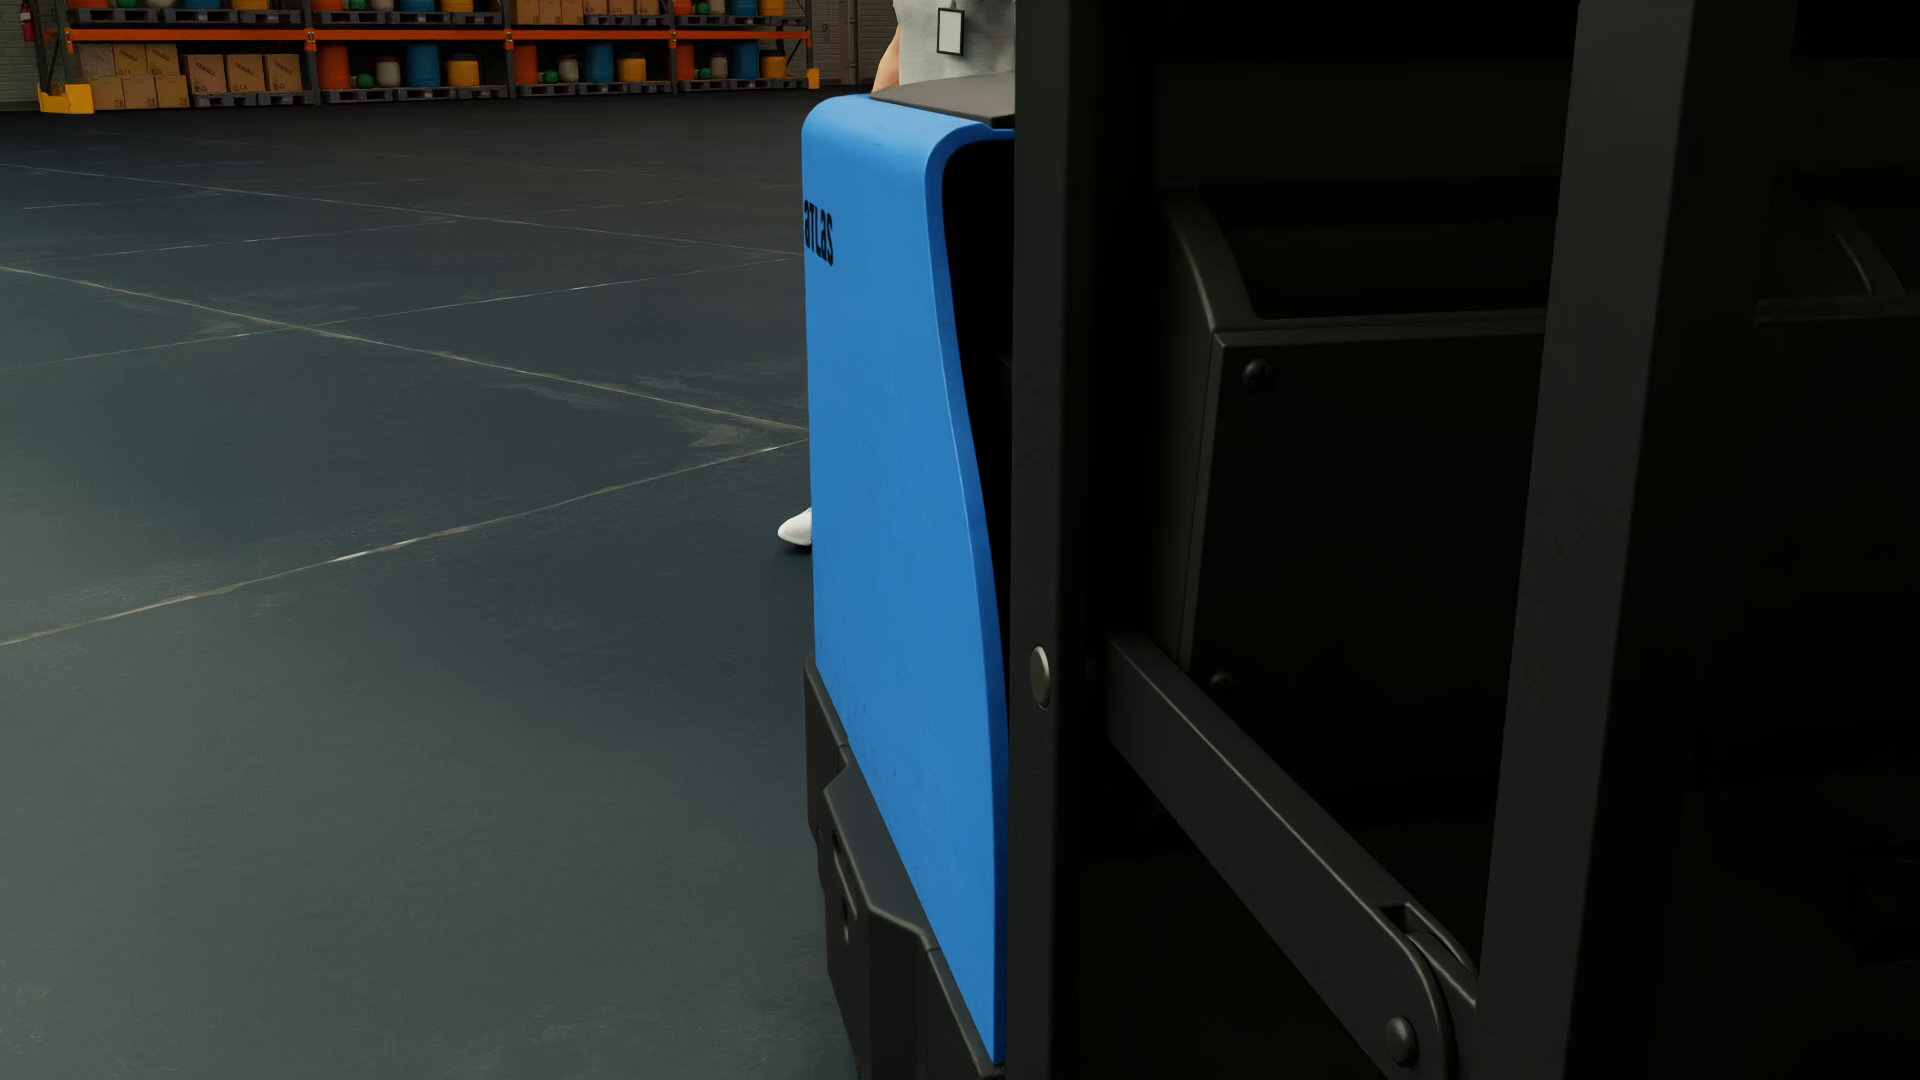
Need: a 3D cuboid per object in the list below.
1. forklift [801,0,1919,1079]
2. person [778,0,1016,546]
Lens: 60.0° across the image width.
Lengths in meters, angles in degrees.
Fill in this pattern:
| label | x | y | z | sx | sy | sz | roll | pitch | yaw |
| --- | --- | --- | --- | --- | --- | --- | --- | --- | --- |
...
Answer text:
| label | x | y | z | sx | sy | sz | roll | pitch | yaw |
| --- | --- | --- | --- | --- | --- | --- | --- | --- | --- |
| forklift | 0.633 | -0.568 | 0.767 | 1.130 | 2.935 | 3.031 | -4 | 17 | -13 |
| person | -0.057 | -0.794 | 3.650 | 0.550 | 1.675 | 0.549 | 13 | 21 | 37 |
